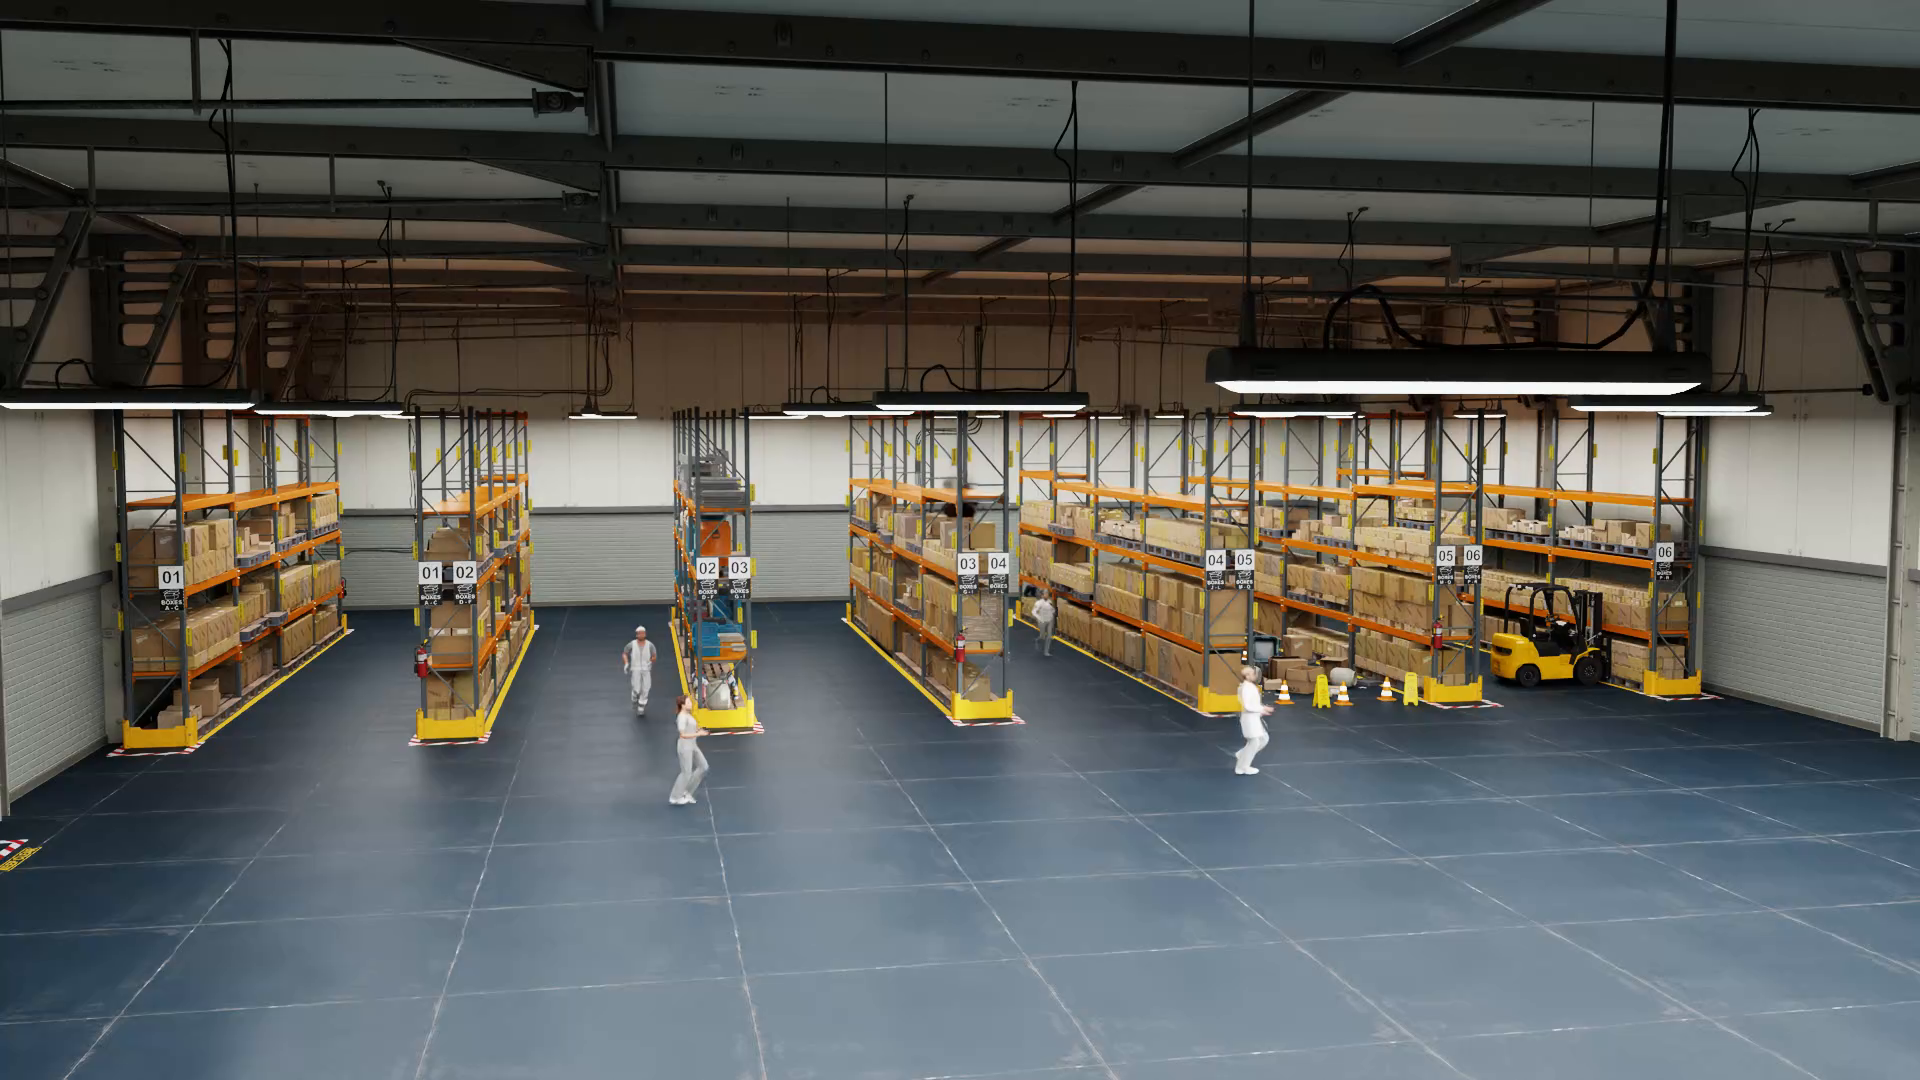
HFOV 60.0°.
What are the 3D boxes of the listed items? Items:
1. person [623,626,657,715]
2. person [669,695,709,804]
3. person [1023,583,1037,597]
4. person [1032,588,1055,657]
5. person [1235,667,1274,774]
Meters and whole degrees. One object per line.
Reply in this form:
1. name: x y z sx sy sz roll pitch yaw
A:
1. person: -6.198 2.553 32.315 0.651 1.743 0.585 -1 4 -18
2. person: -4.029 3.131 24.796 0.628 1.667 0.547 0 4 6
3. person: 2.176 1.398 49.932 0.594 1.592 0.546 -2 4 -23
4. person: 2.070 1.998 40.642 0.631 1.659 0.729 -2 4 -22
5. person: 4.779 2.926 26.960 0.634 1.733 0.698 1 4 15
